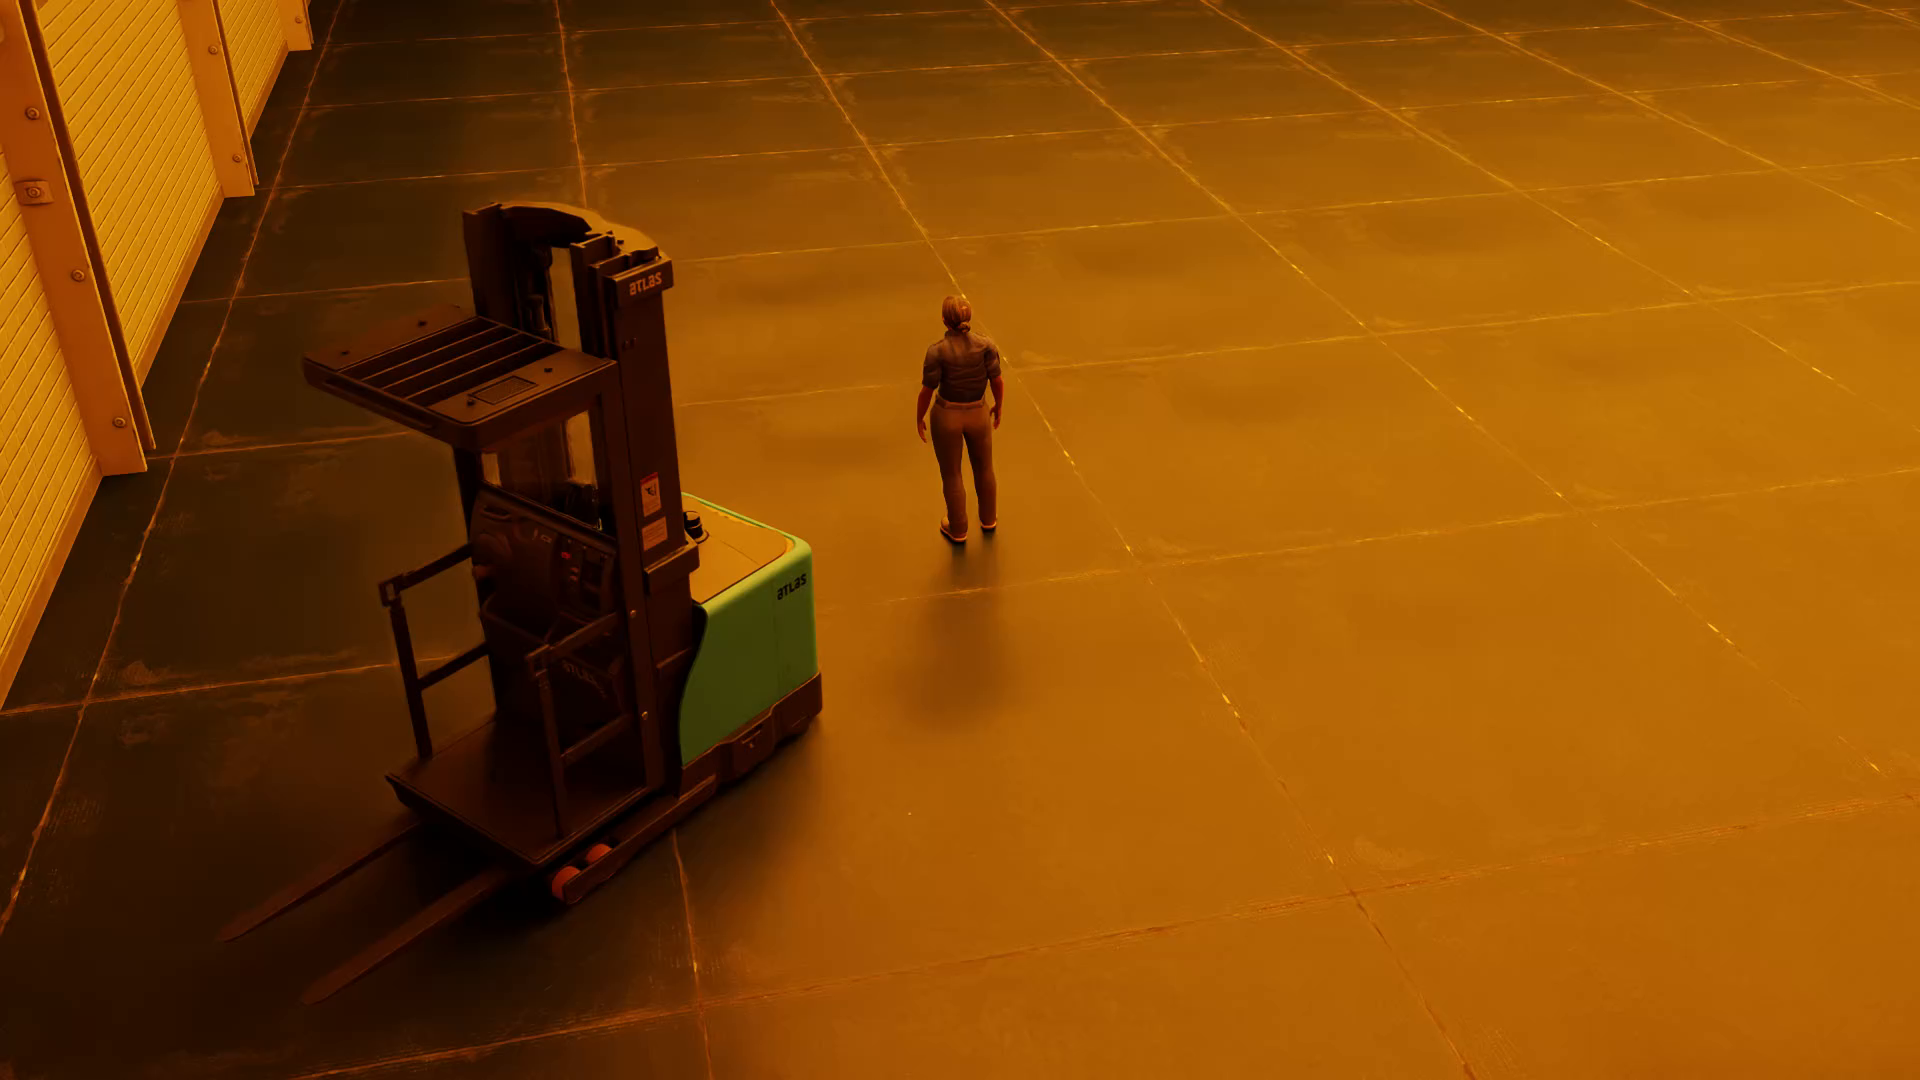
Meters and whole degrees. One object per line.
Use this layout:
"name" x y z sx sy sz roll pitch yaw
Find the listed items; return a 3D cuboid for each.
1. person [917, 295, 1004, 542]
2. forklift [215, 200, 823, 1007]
"person" -0.001 -0.767 10.160 0.570 1.654 0.504 -7 31 -12
"forklift" -2.015 0.118 7.370 1.130 2.935 3.031 21 36 31
